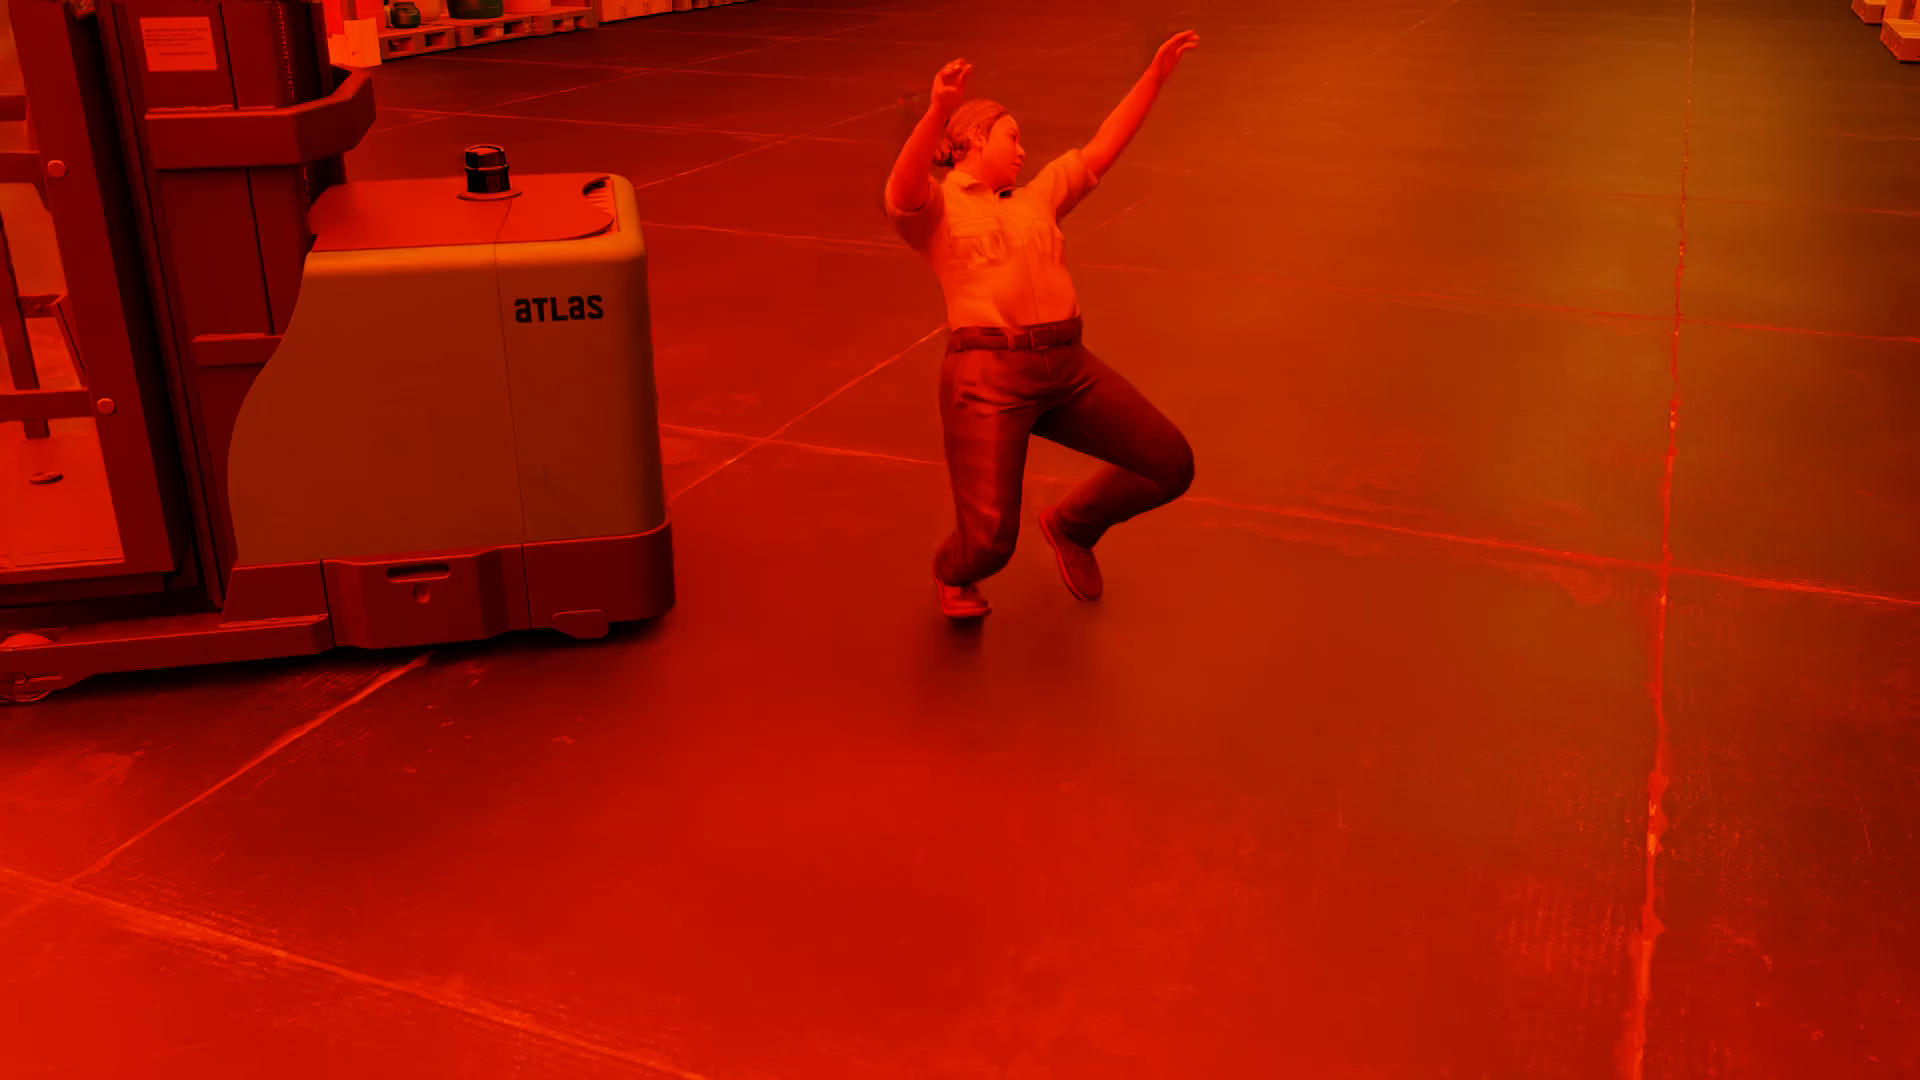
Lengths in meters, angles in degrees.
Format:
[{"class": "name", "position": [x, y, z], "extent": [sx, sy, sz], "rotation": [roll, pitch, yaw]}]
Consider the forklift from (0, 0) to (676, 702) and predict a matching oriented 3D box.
[{"class": "forklift", "position": [-2.340, -1.157, 4.060], "extent": [3.031, 2.935, 1.130], "rotation": [-5, 23, -11]}]

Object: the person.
[{"class": "person", "position": [0.211, -0.520, 4.372], "extent": [0.897, 1.545, 0.710], "rotation": [-14, 26, -30]}]
